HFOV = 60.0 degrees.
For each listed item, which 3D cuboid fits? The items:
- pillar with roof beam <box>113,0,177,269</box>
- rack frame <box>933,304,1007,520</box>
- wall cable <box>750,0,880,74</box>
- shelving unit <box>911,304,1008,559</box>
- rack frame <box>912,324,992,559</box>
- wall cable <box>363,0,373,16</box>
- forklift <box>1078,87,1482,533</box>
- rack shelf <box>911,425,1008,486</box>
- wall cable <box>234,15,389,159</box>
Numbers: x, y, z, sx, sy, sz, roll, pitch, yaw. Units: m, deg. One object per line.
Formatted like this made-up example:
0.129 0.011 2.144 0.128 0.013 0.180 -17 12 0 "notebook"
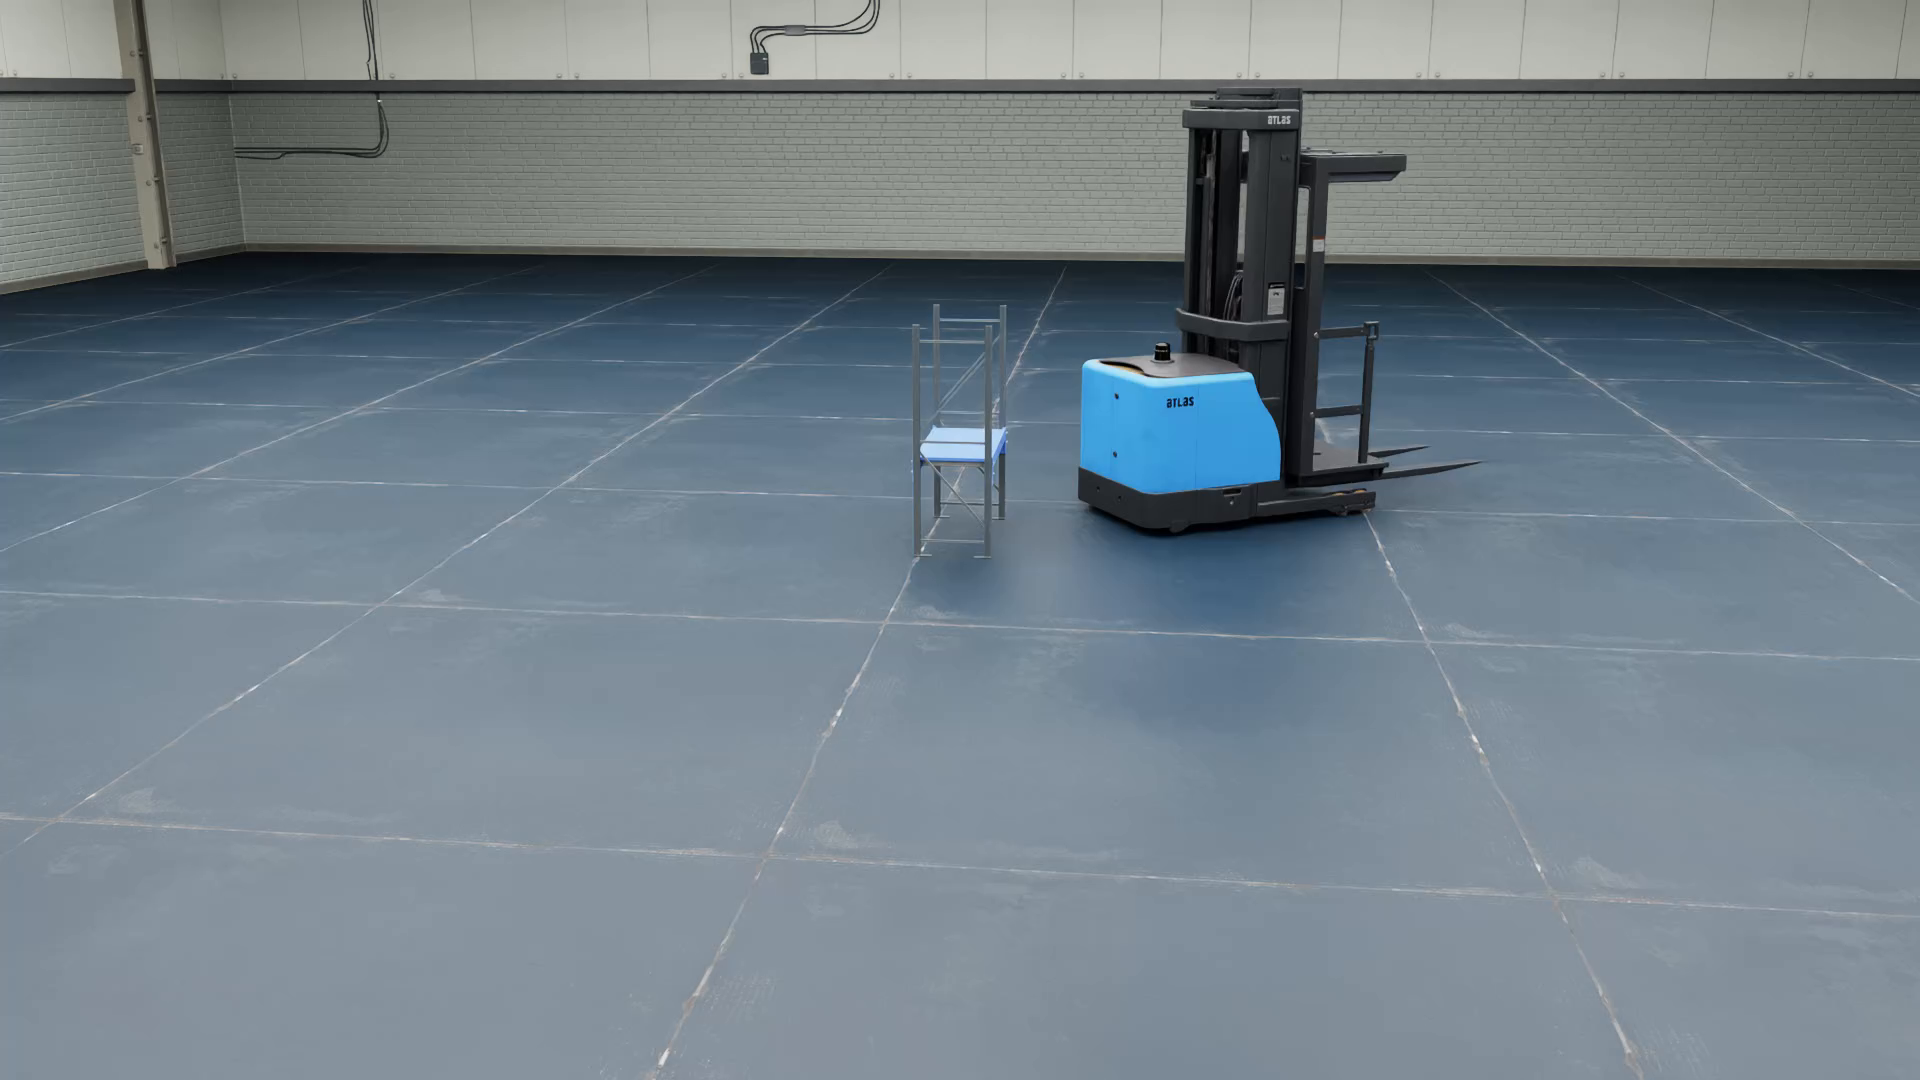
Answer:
-9.332 -8.865 26.709 9.100 9.000 0.400 2 15 6 "pillar with roof beam"
0.067 -0.878 11.536 0.500 1.500 0.032 2 15 6 "rack frame"
-2.533 -11.075 28.366 2.305 6.003 0.169 2 15 6 "wall cable"
0.010 -0.746 11.048 0.538 1.500 1.048 2 15 6 "shelving unit"
-0.048 -0.614 10.561 0.500 1.500 0.032 2 15 6 "rack frame"
-9.276 -10.577 29.311 3.097 2.526 0.112 2 15 6 "wall cable"
2.409 -1.702 11.840 3.031 2.935 1.130 -7 17 -24 "forklift"
0.010 -0.572 11.095 0.538 0.185 1.000 2 15 6 "rack shelf"
-11.964 -8.218 30.265 3.097 2.526 0.112 2 15 6 "wall cable"
